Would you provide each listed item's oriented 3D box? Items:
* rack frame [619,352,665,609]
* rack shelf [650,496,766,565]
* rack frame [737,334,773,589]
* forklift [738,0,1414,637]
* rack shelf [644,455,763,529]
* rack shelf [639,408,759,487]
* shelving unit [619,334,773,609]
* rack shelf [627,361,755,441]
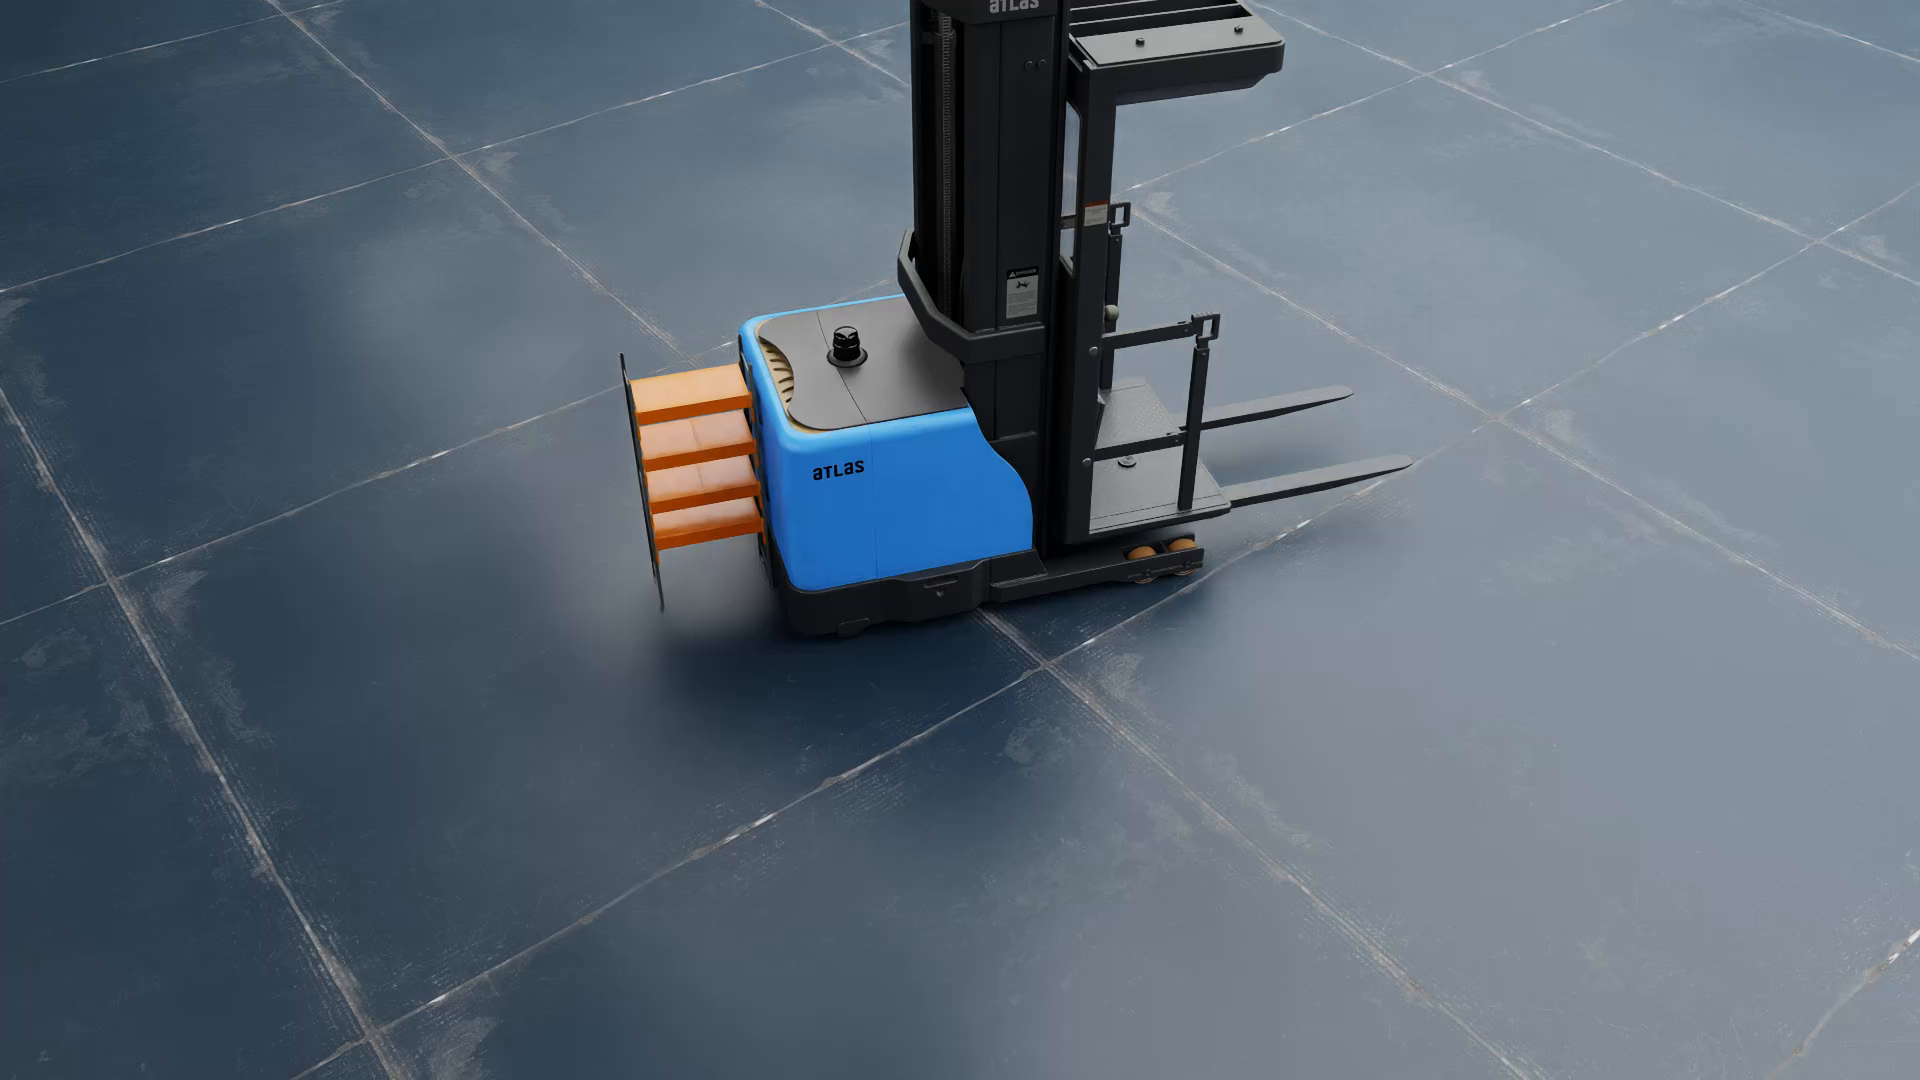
[{"bbox_3d":[-1.350,-0.230,7.084,0.015,1.200,0.240,-11,41,-13],"label":"rack frame"},{"bbox_3d":[-1.117,-0.069,7.307,0.480,0.148,0.258,-11,41,-13],"label":"rack shelf"},{"bbox_3d":[-0.883,-0.319,7.193,0.015,1.200,0.240,-11,41,-13],"label":"rack frame"},{"bbox_3d":[0.597,-1.248,6.960,3.031,2.935,1.130,-11,41,-13],"label":"forklift"},{"bbox_3d":[-1.117,-0.222,7.181,0.480,0.148,0.258,-11,41,-13],"label":"rack shelf"},{"bbox_3d":[-1.117,-0.395,7.039,0.480,0.148,0.258,-11,41,-13],"label":"rack shelf"},{"bbox_3d":[-1.117,-0.274,7.138,0.503,1.200,0.258,-11,41,-13],"label":"shelving unit"},{"bbox_3d":[-1.117,-0.578,6.889,0.480,0.148,0.258,-11,41,-13],"label":"rack shelf"}]
